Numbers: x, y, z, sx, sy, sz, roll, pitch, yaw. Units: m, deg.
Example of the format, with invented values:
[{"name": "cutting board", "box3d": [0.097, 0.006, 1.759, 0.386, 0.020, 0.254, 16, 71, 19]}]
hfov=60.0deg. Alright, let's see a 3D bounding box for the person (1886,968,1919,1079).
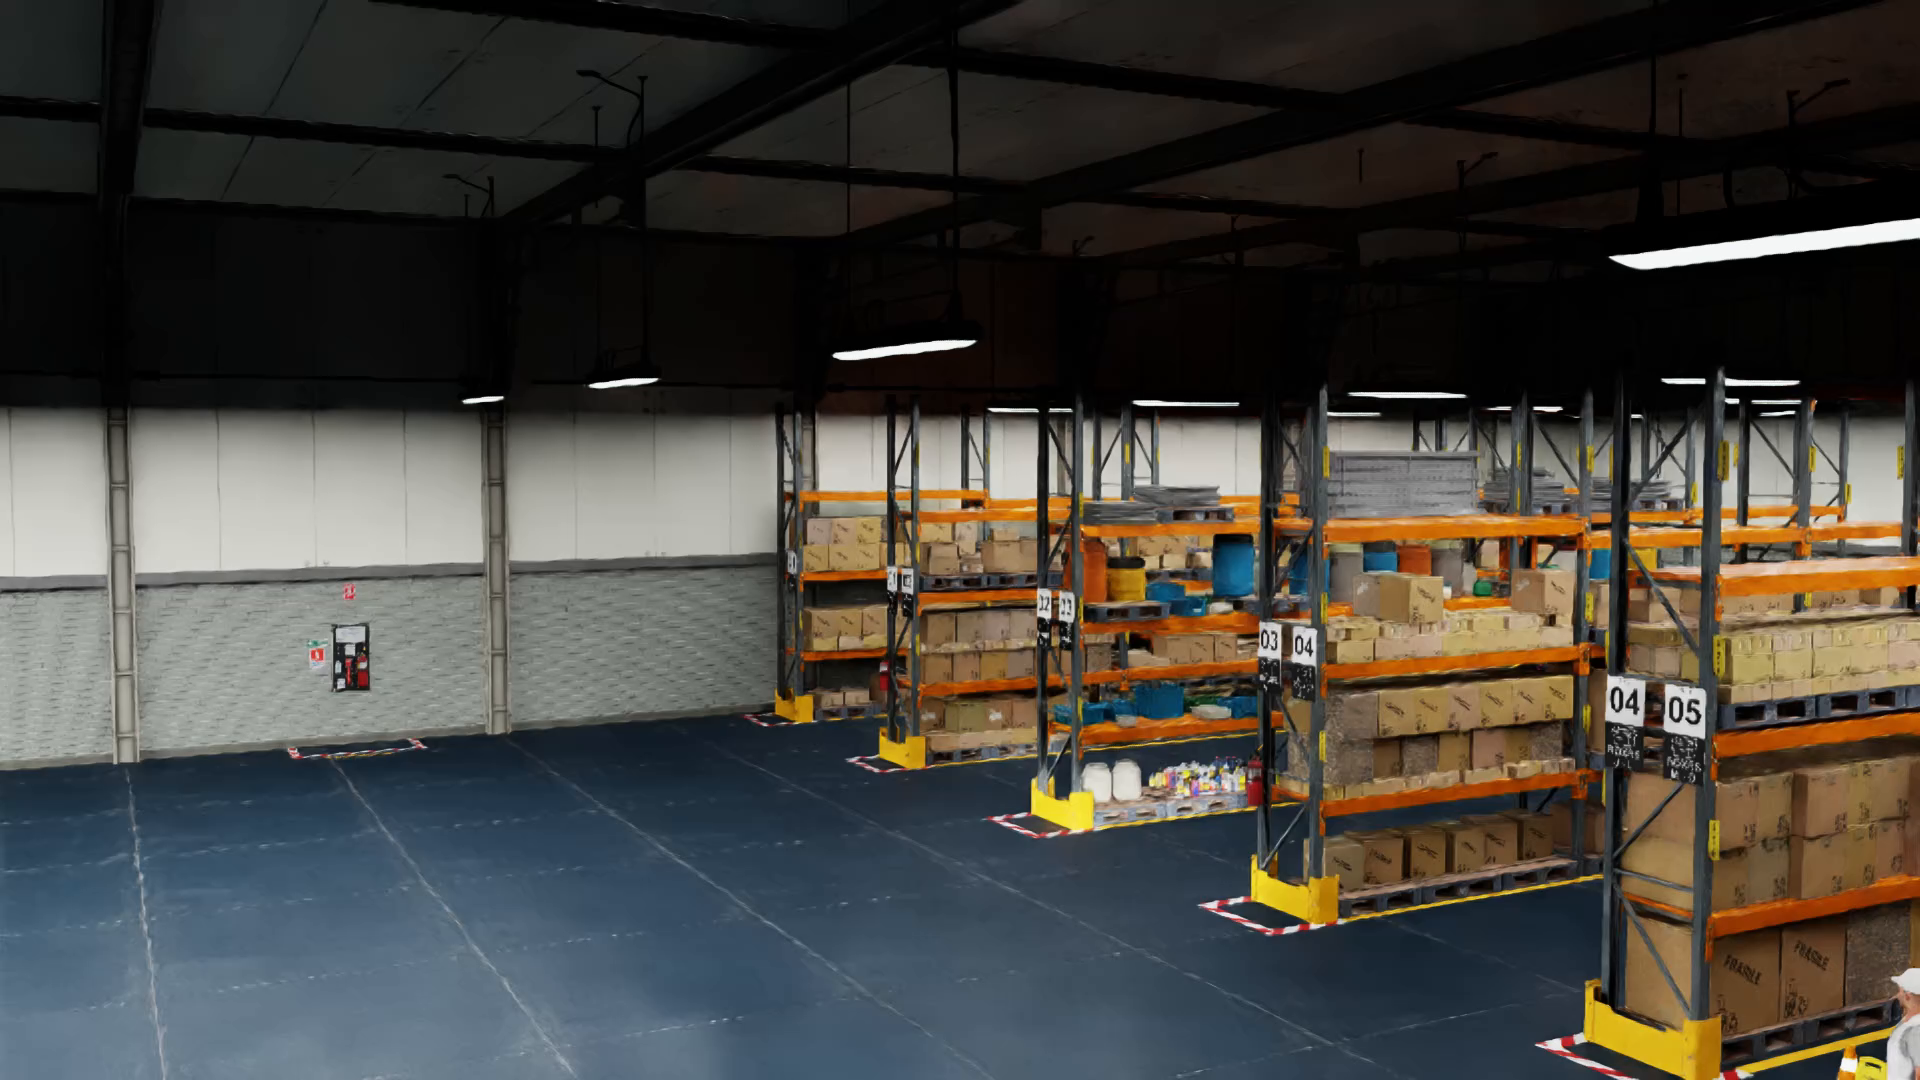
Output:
[{"name": "person", "box3d": [6.169, 3.625, 10.687, 0.388, 1.724, 0.596, 2, 4, 31]}]
